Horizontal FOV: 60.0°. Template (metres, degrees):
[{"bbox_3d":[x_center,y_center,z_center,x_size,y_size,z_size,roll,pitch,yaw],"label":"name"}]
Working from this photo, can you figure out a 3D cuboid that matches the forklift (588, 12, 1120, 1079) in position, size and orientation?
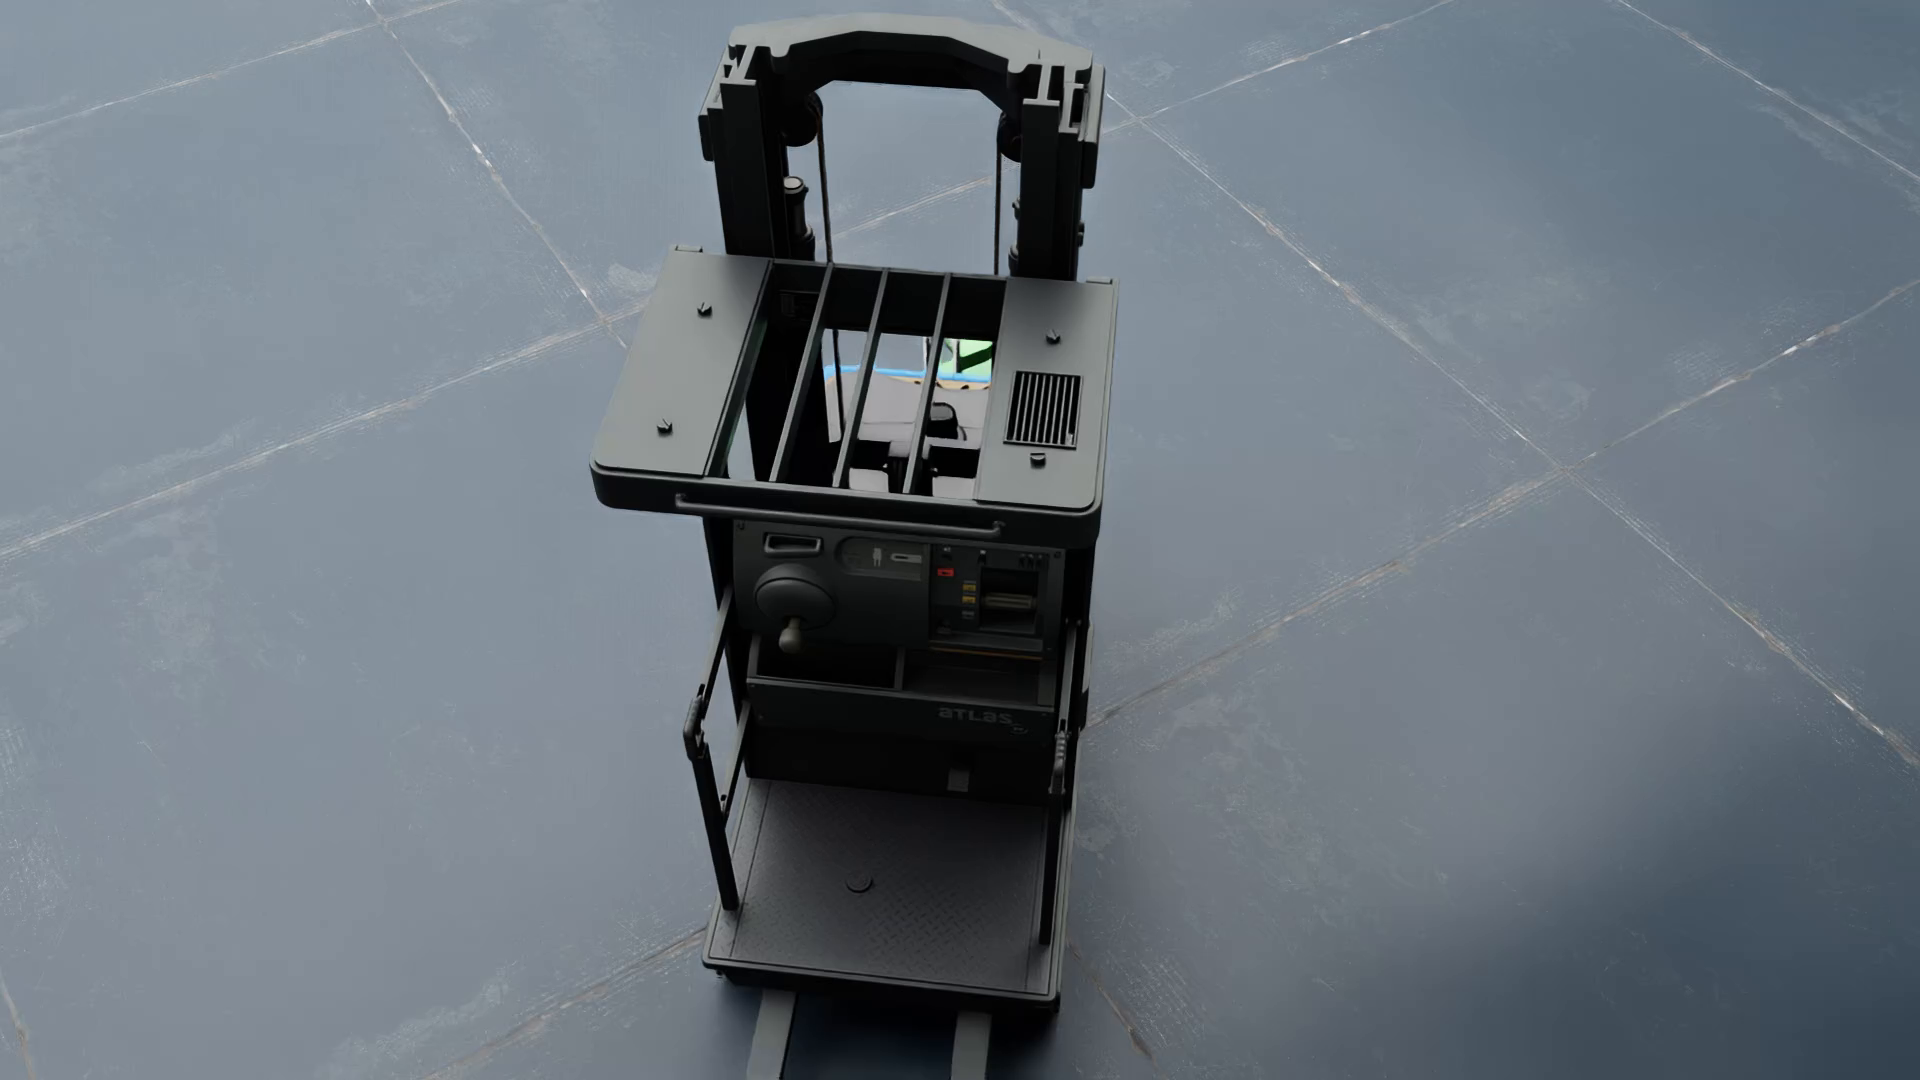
[{"bbox_3d":[-0.197,0.247,4.513,1.130,2.935,3.031,5,49,5],"label":"forklift"}]

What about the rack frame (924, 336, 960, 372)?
[{"bbox_3d":[-0.066,-0.396,6.245,0.015,1.200,0.240,-23,52,-19],"label":"rack frame"}]

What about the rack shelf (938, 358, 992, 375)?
[{"bbox_3d":[0.146,-0.604,6.194,0.480,0.148,0.258,-23,52,-19],"label":"rack shelf"}]

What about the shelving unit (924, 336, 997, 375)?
[{"bbox_3d":[0.146,-0.487,6.326,0.503,1.200,0.258,-23,52,-19],"label":"shelving unit"}]

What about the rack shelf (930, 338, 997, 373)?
[{"bbox_3d":[0.146,-0.764,6.015,0.480,0.148,0.258,-23,52,-19],"label":"rack shelf"}]
